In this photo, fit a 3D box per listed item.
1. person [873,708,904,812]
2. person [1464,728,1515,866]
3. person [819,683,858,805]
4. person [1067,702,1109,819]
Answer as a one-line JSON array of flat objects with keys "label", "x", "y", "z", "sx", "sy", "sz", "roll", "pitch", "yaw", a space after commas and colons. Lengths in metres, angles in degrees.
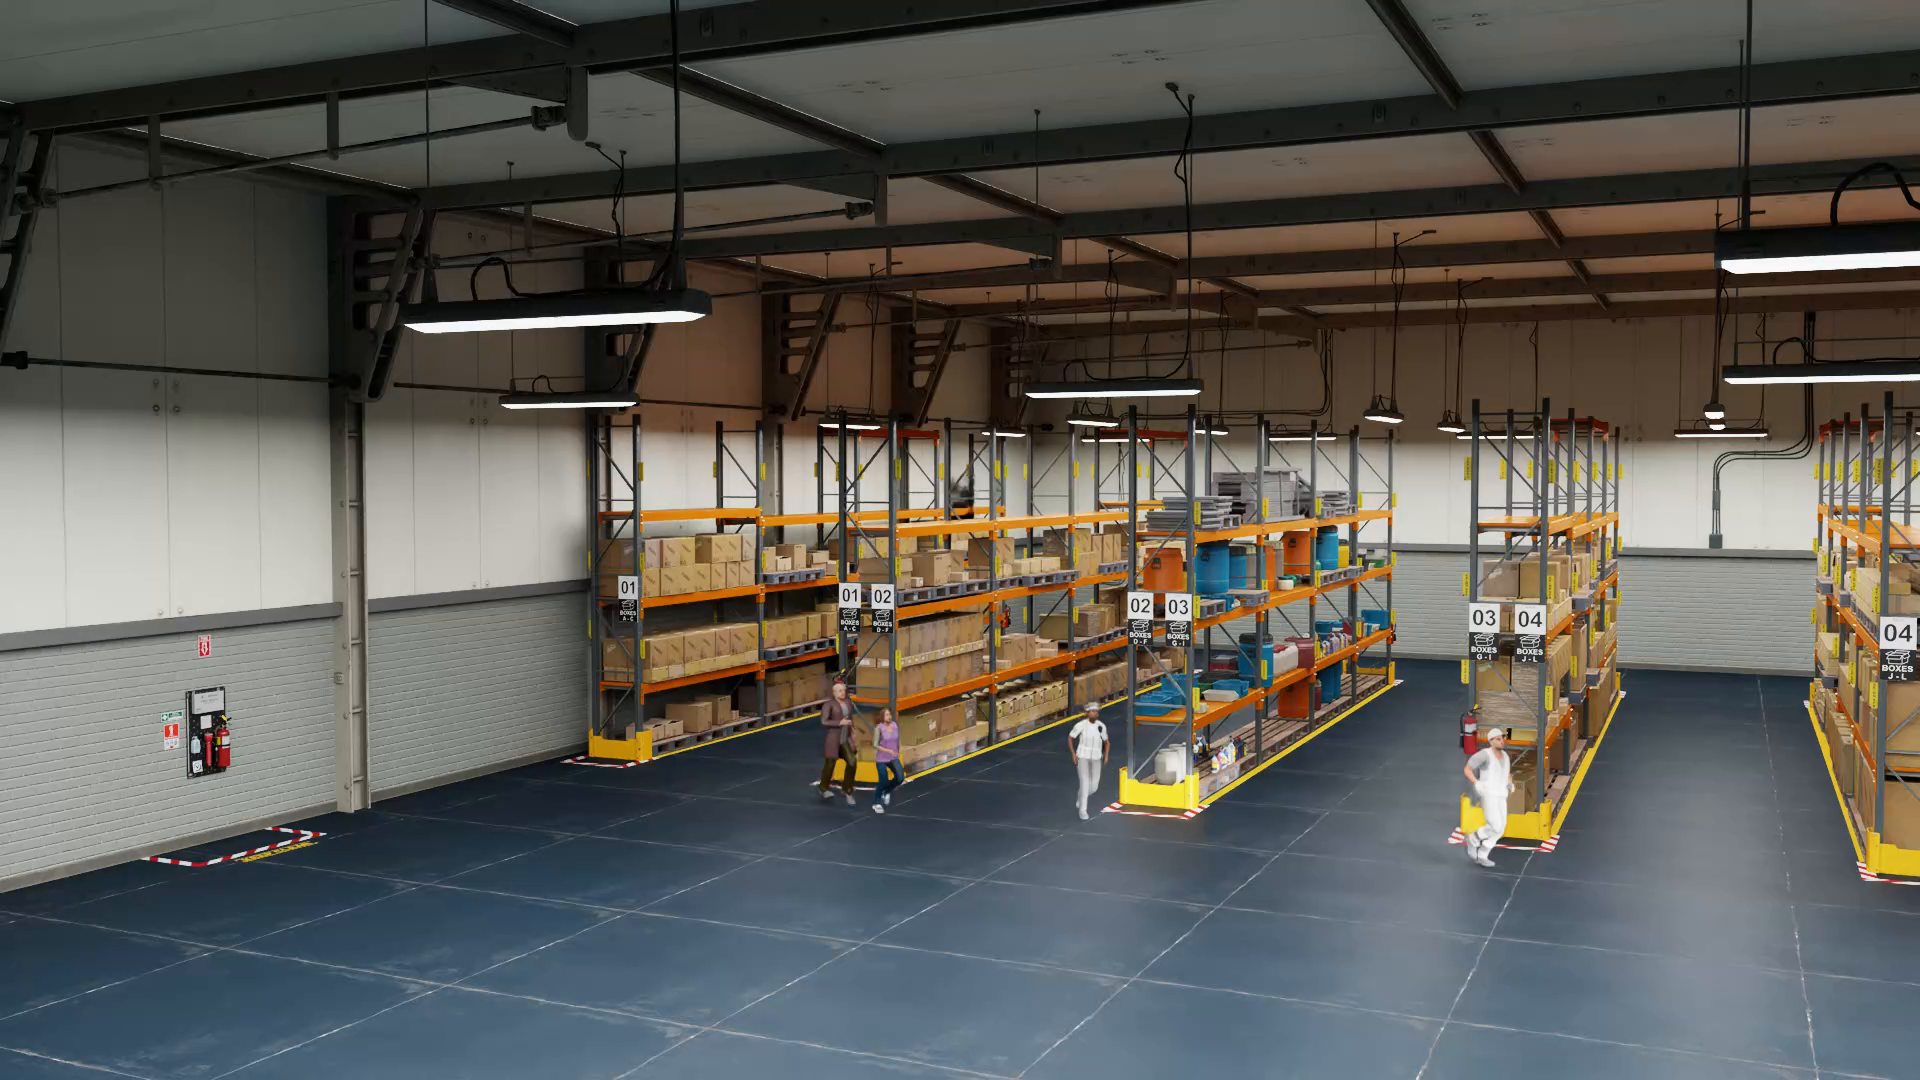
[{"label": "person", "x": -1.034, "y": 3.220, "z": 24.302, "sx": 0.570, "sy": 1.555, "sz": 0.690, "roll": -1, "pitch": 3, "yaw": -31}, {"label": "person", "x": 6.774, "y": 3.261, "z": 21.107, "sx": 0.690, "sy": 1.735, "sz": 0.536, "roll": -1, "pitch": 3, "yaw": -27}, {"label": "person", "x": -1.825, "y": 3.086, "z": 25.130, "sx": 0.710, "sy": 1.849, "sz": 0.816, "roll": -2, "pitch": 3, "yaw": -35}, {"label": "person", "x": 1.877, "y": 3.193, "z": 24.220, "sx": 0.606, "sy": 1.666, "sz": 0.552, "roll": 0, "pitch": 2, "yaw": -10}]
